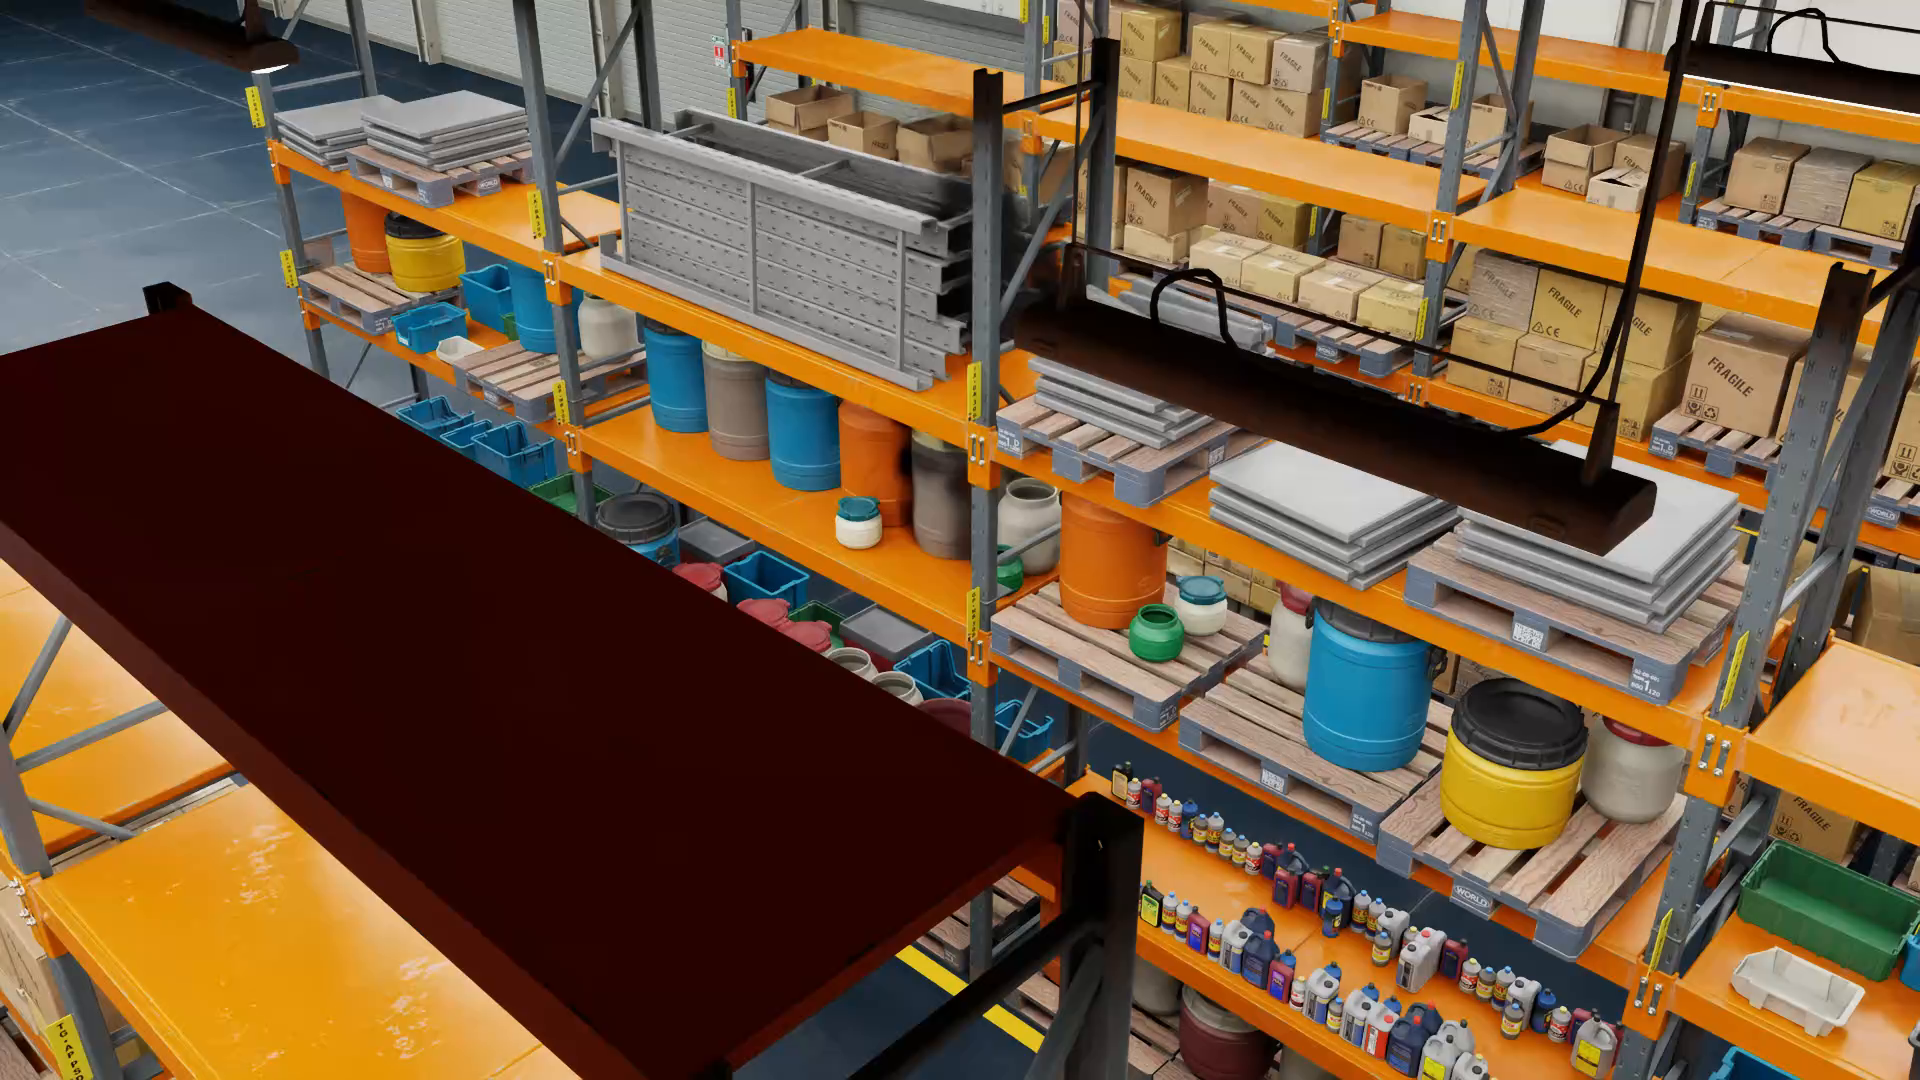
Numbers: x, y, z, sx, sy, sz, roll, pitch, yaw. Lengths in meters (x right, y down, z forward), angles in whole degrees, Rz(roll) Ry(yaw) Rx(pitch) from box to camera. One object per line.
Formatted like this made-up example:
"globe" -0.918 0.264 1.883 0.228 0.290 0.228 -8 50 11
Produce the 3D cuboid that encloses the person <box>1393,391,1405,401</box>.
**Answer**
"person" 4.345 -0.958 16.321 0.561 1.594 0.595 19 34 29
